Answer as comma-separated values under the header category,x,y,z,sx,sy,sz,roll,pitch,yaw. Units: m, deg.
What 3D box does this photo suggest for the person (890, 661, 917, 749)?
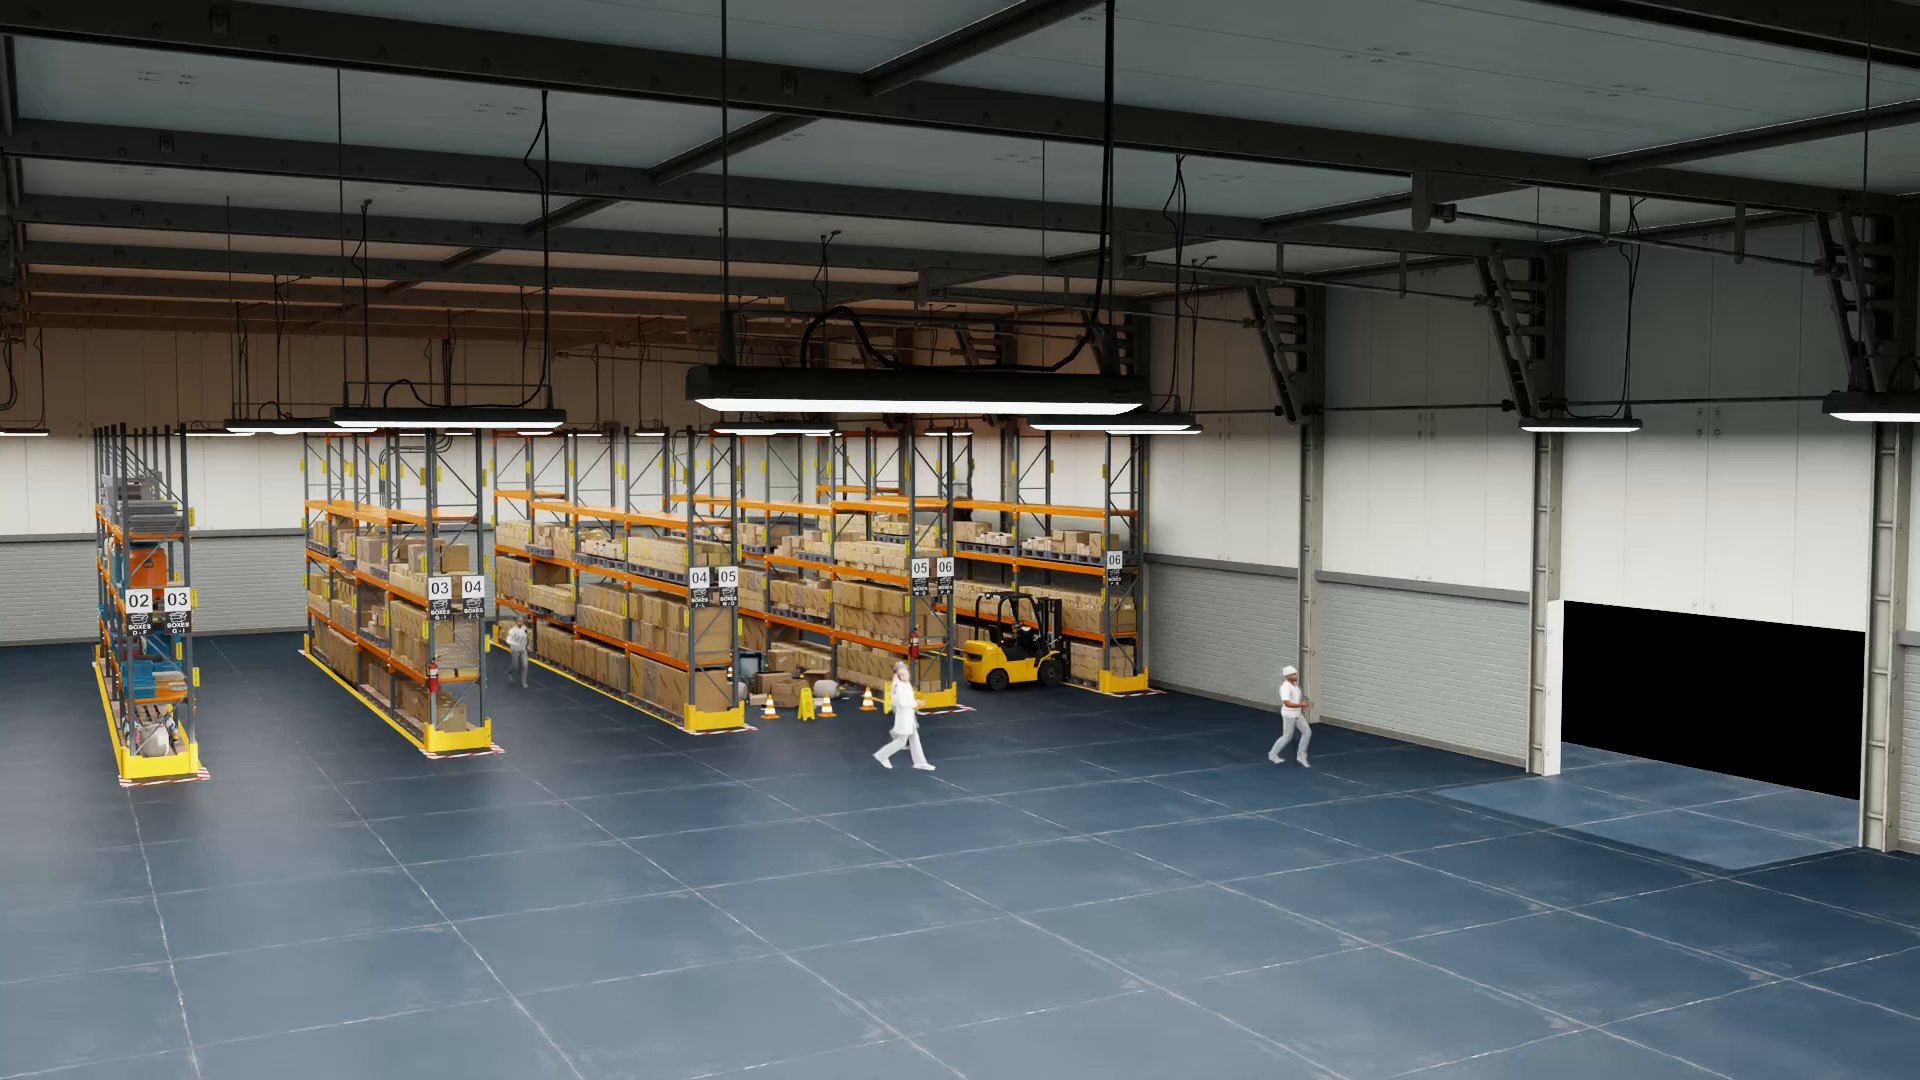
category,x,y,z,sx,sy,sz,roll,pitch,yaw
person,-1.046,3.049,30.739,0.540,1.618,0.600,1,4,12

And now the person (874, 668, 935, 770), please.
category,x,y,z,sx,sy,sz,roll,pitch,yaw
person,-0.950,3.075,28.511,1.051,1.768,0.707,0,3,5

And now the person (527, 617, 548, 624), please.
category,x,y,z,sx,sy,sz,roll,pitch,yaw
person,-12.417,1.955,48.423,0.932,1.616,0.619,2,4,25

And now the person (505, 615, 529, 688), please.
category,x,y,z,sx,sy,sz,roll,pitch,yaw
person,-10.233,2.556,38.434,0.570,1.681,0.892,-3,5,-41

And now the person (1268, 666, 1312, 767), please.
category,x,y,z,sx,sy,sz,roll,pitch,yaw
person,5.805,3.098,29.137,0.757,1.802,0.707,2,4,31
